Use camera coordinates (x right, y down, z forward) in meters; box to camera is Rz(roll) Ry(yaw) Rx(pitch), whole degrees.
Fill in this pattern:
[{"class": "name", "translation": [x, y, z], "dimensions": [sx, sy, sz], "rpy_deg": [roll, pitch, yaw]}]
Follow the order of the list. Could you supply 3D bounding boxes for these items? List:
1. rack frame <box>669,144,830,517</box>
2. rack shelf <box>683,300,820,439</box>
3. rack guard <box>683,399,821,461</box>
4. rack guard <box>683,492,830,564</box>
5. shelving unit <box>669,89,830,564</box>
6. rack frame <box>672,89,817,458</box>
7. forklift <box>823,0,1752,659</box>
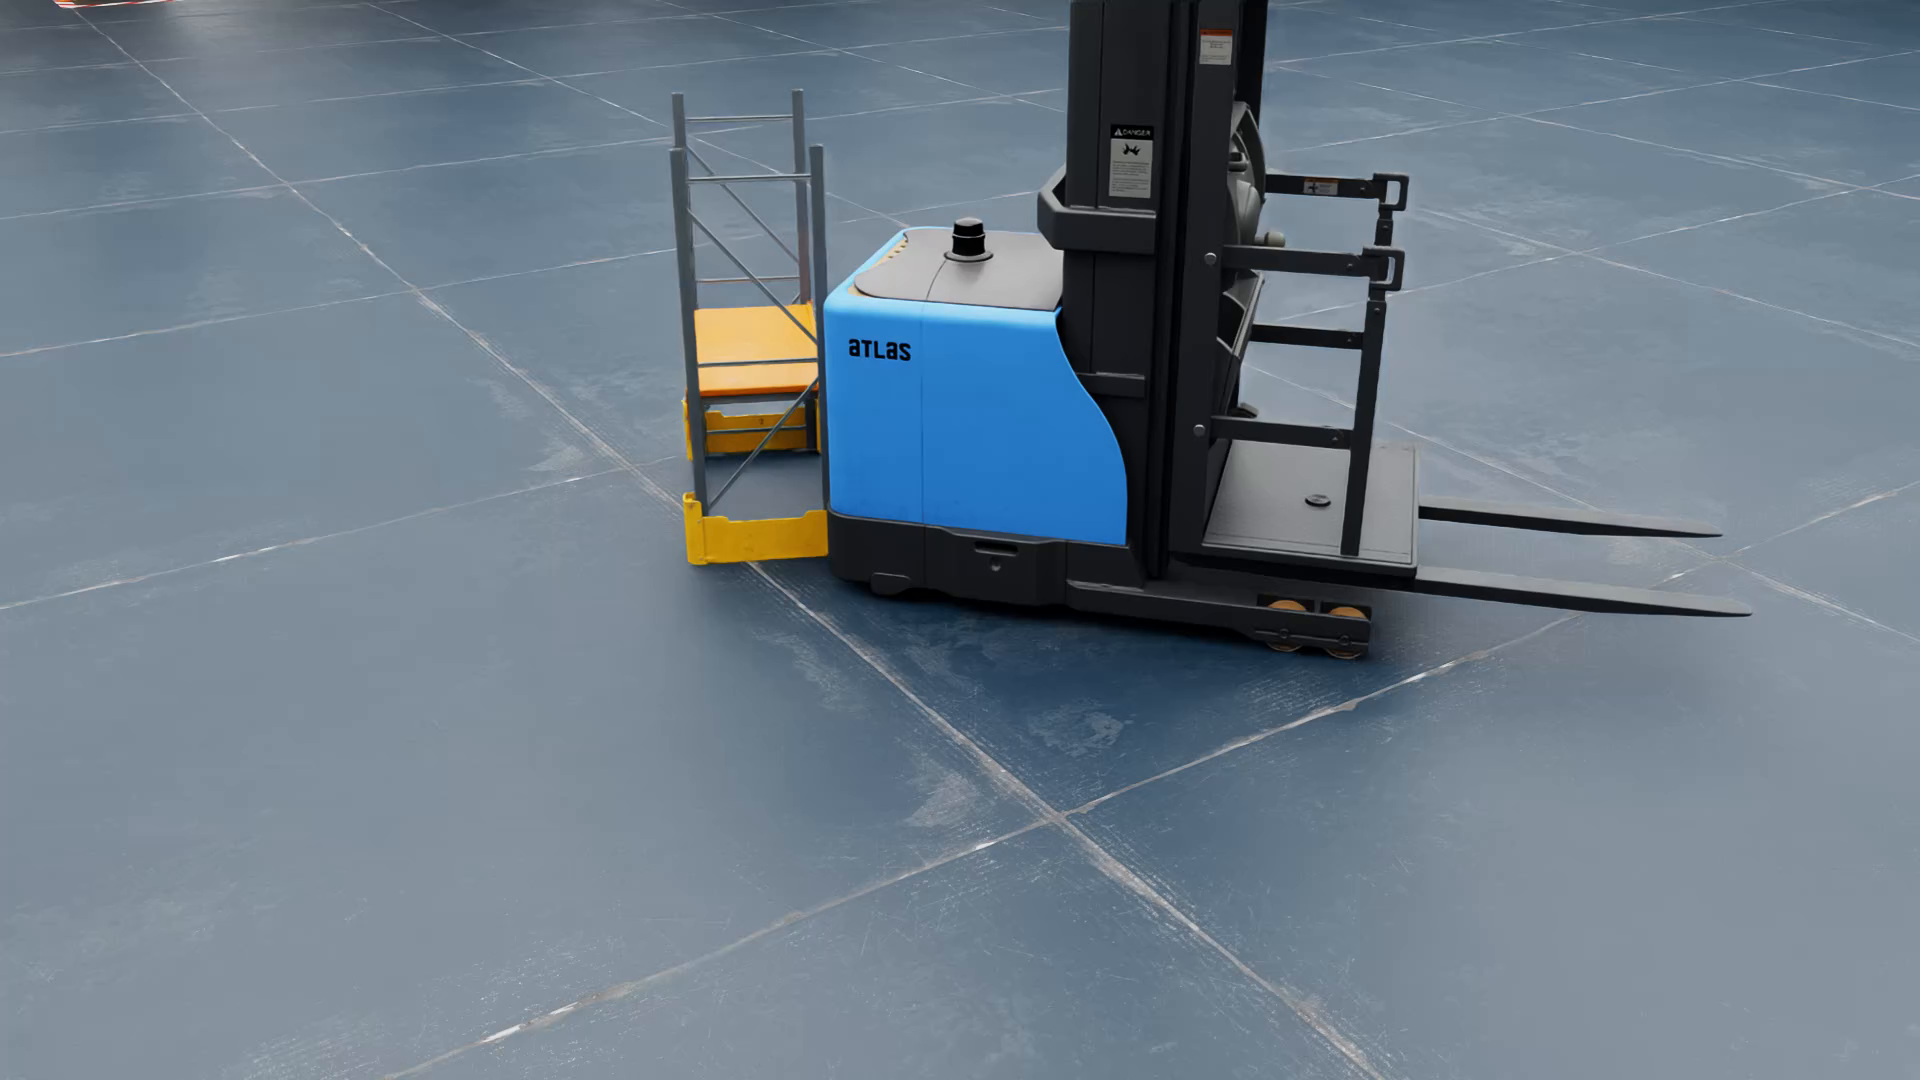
[{"class": "rack frame", "translation": [-0.704, -0.616, 5.797], "dimensions": [0.500, 1.500, 0.032], "rpy_deg": [-4, 26, -8]}, {"class": "rack shelf", "translation": [-0.779, -0.668, 6.328], "dimensions": [0.538, 0.185, 1.000], "rpy_deg": [-4, 26, -8]}, {"class": "rack guard", "translation": [-0.854, -0.479, 6.972], "dimensions": [0.587, 0.250, 0.087], "rpy_deg": [-4, 26, -8]}, {"class": "rack guard", "translation": [-0.707, -0.059, 6.081], "dimensions": [0.587, 0.250, 0.087], "rpy_deg": [-4, 26, -8]}, {"class": "shelving unit", "translation": [-0.780, -0.834, 6.260], "dimensions": [0.587, 1.500, 1.083], "rpy_deg": [-4, 26, -8]}, {"class": "rack frame", "translation": [-0.854, -1.045, 6.706], "dimensions": [0.500, 1.500, 0.032], "rpy_deg": [-4, 26, -8]}, {"class": "forklift", "translation": [1.110, -1.188, 5.334], "dimensions": [3.031, 2.935, 1.130], "rpy_deg": [6, 26, 13]}]
